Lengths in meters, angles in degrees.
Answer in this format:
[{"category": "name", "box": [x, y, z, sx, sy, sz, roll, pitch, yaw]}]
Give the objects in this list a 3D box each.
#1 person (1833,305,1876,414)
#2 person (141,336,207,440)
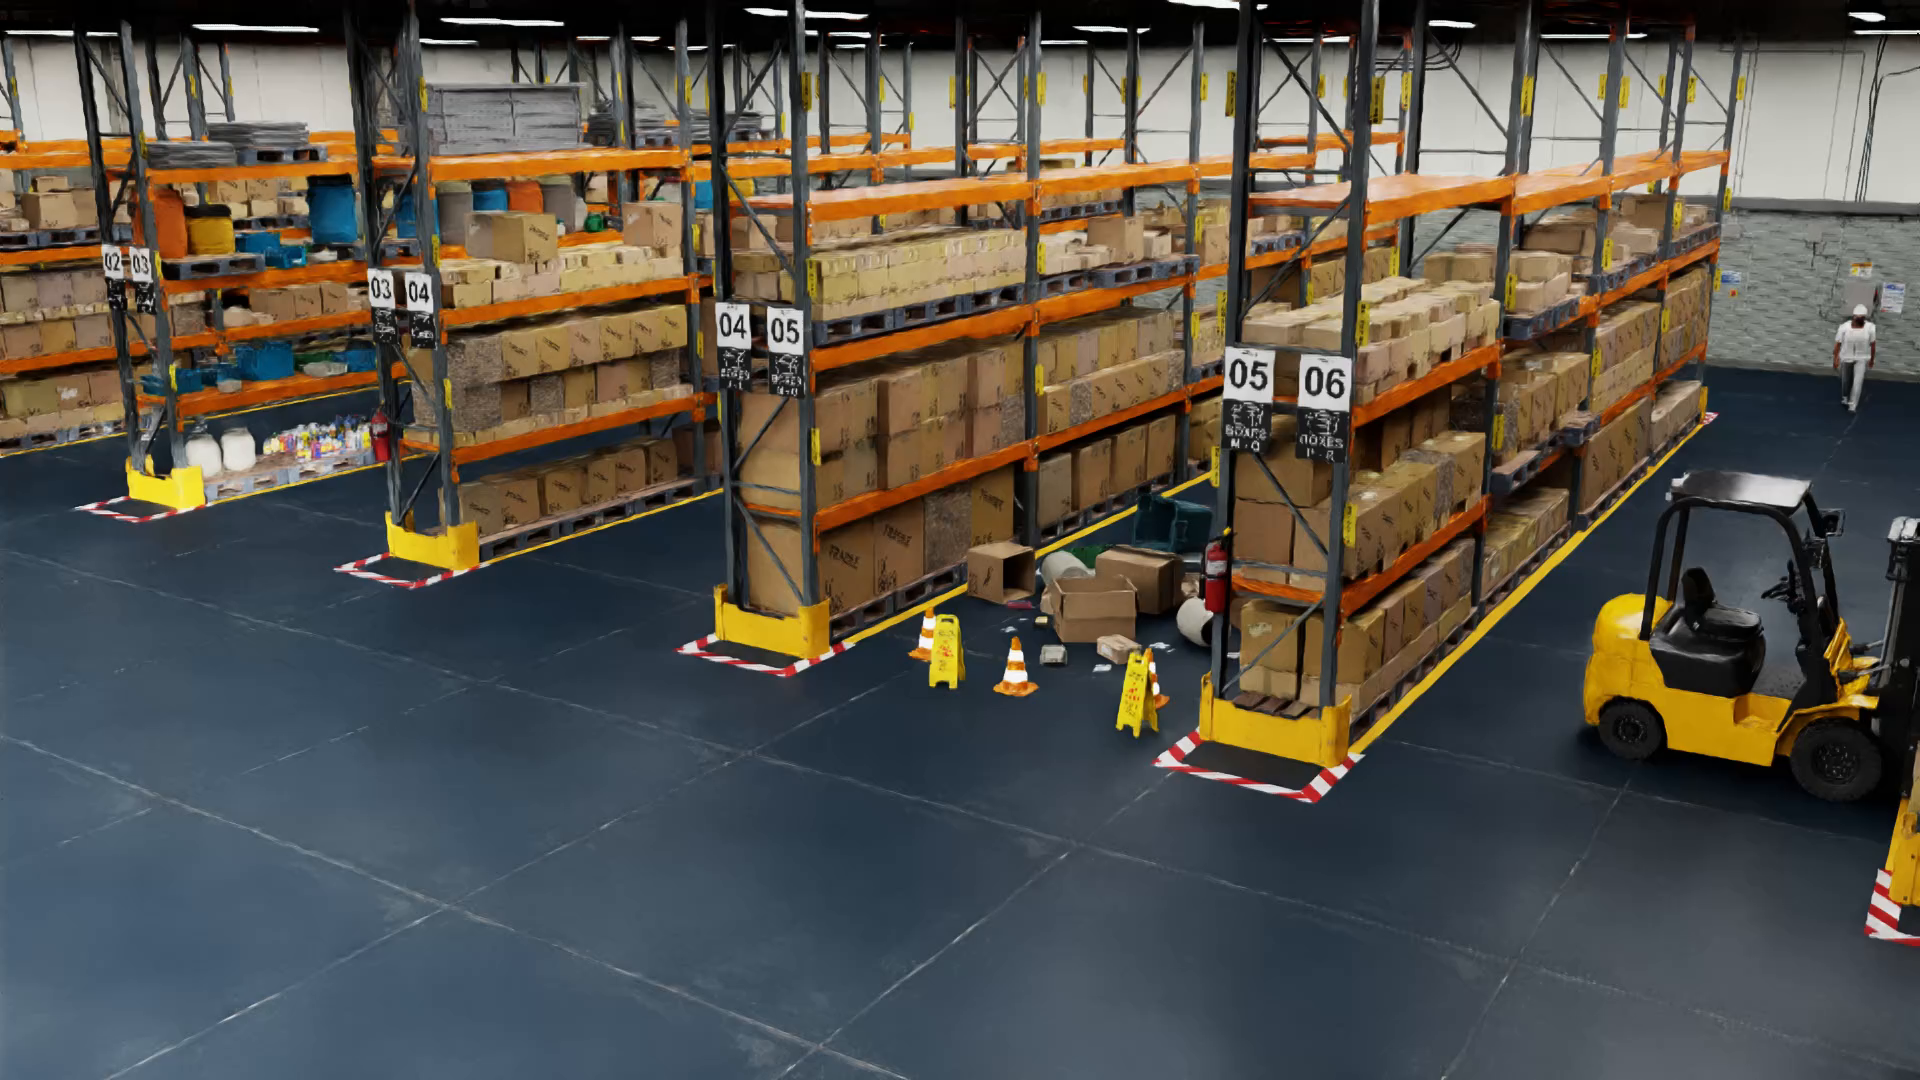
[{"category": "person", "box": [14.210, -2.901, 26.466, 0.577, 1.687, 1.121, 11, 19, 34]}, {"category": "person", "box": [-11.619, -2.247, 24.414, 0.415, 1.517, 1.041, 9, 18, 29]}]
